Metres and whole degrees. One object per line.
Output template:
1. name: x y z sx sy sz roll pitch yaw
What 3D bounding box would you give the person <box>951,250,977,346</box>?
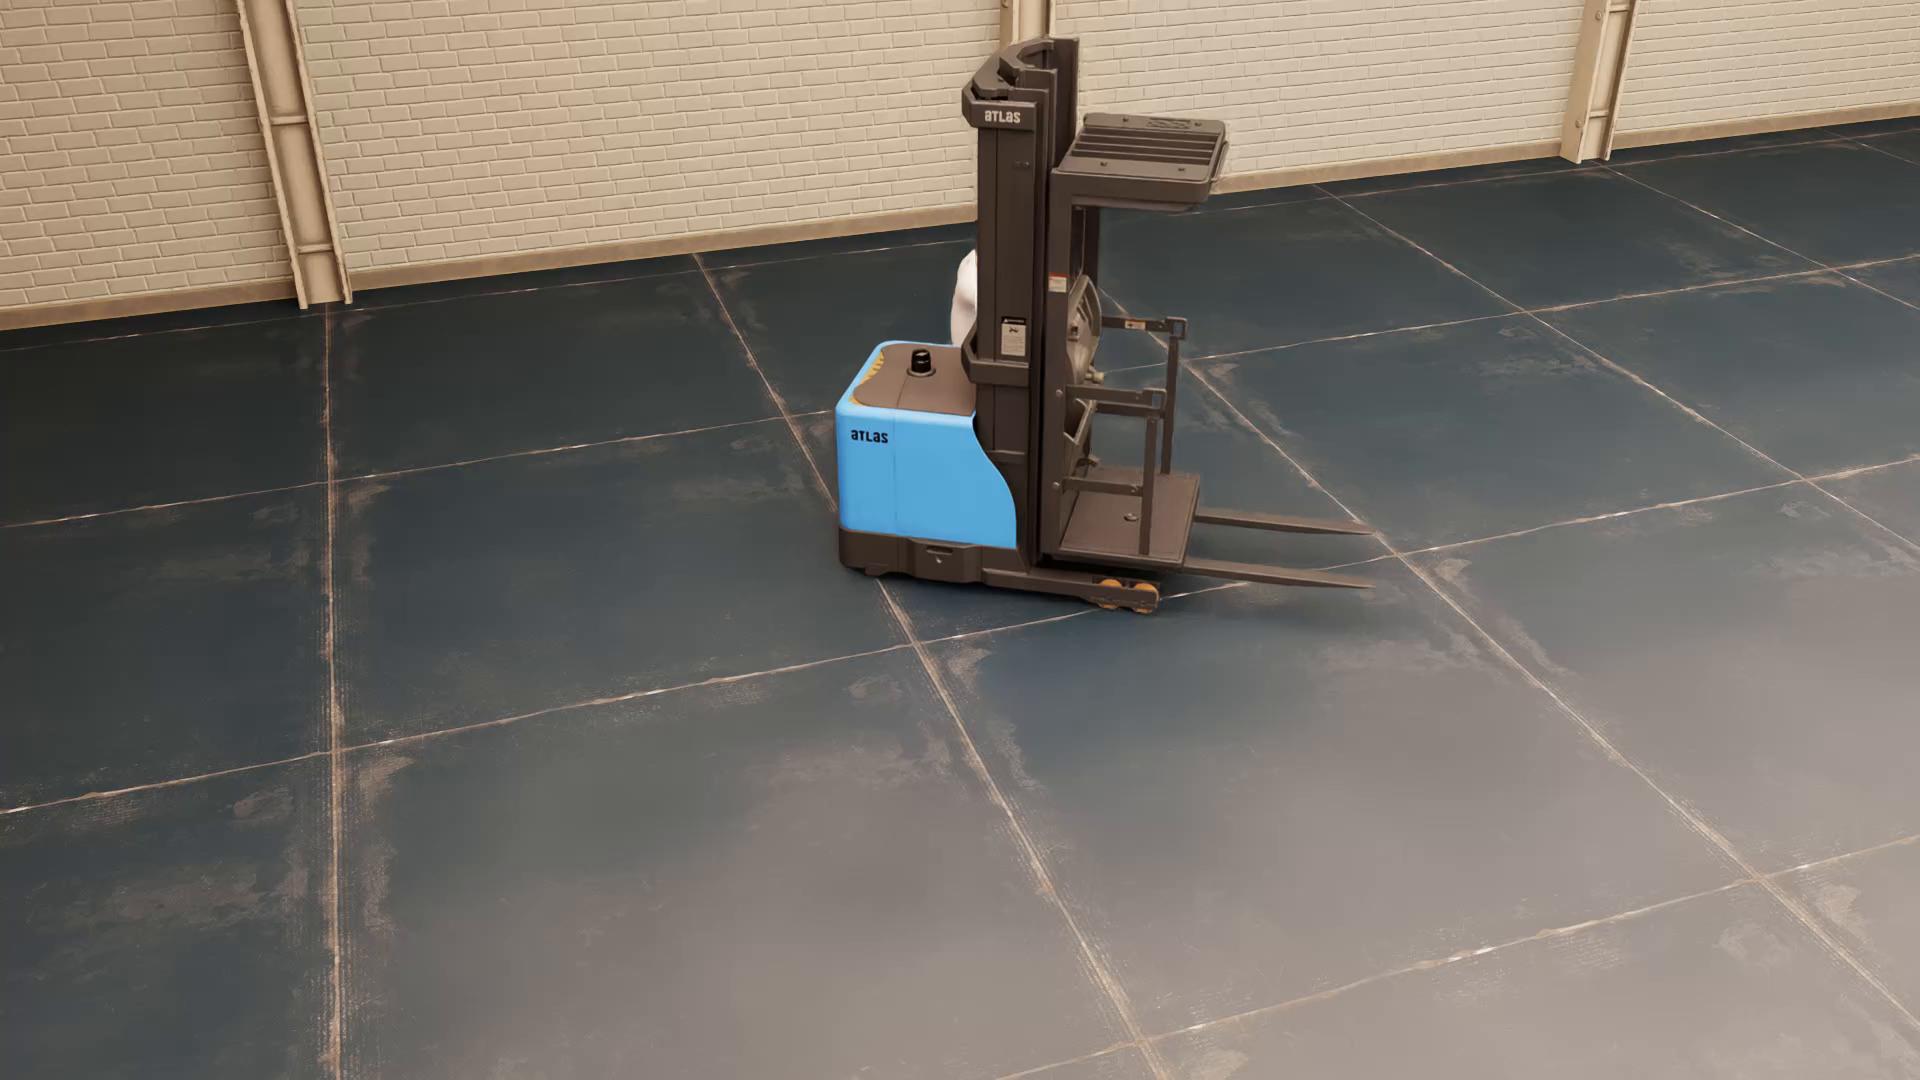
1. person: 0.328 -1.288 10.665 0.771 1.515 1.065 2 30 4

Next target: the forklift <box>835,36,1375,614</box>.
1. forklift: 0.867 -1.151 9.087 3.031 2.935 1.130 6 31 11
